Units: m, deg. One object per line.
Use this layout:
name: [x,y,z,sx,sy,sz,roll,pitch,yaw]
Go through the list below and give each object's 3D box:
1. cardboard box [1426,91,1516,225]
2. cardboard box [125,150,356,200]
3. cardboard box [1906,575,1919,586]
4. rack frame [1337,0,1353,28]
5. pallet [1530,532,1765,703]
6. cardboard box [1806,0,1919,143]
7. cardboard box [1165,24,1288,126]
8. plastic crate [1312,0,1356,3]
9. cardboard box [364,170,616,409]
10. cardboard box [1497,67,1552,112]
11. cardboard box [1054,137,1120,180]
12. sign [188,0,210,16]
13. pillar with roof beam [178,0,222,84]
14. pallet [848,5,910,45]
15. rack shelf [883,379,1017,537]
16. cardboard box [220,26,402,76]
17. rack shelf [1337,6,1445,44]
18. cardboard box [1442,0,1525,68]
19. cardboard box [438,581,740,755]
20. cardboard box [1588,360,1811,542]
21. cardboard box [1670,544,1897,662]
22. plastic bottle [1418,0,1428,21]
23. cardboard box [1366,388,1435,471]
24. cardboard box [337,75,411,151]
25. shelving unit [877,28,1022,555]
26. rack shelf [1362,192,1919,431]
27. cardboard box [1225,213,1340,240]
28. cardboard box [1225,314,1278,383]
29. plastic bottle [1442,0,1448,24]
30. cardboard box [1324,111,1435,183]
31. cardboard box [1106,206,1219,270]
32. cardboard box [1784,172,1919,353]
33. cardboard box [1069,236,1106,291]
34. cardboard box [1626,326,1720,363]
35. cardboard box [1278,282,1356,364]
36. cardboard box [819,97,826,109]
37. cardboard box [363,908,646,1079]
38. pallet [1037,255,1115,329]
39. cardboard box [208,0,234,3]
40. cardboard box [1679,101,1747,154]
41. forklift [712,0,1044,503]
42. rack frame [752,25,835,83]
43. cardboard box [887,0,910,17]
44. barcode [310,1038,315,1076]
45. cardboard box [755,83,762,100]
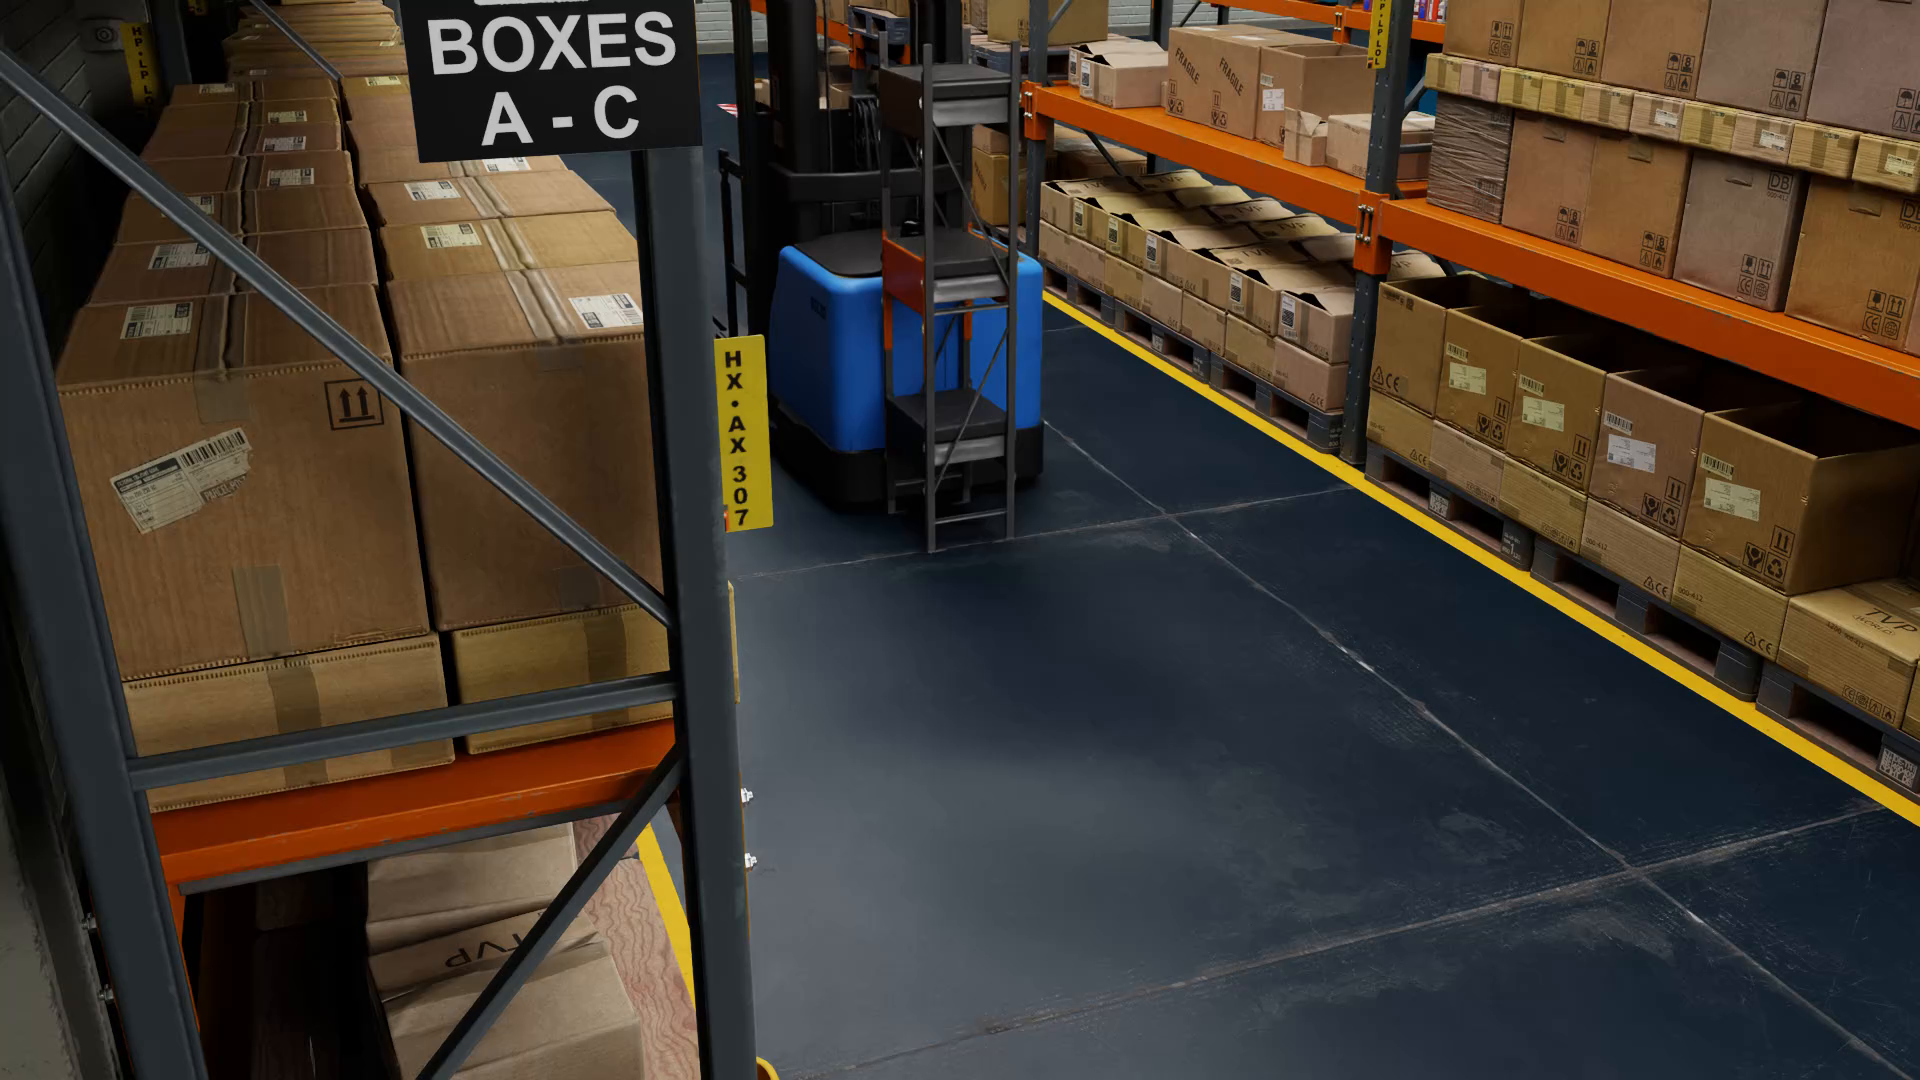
cardboard box: [2.519,-1.714,7.325,0.700,0.500,0.500,-9,24,-20]
cardboard box: [-1.762,-0.676,4.193,0.500,0.500,0.500,-8,24,-18]
cardboard box: [3.608,0.292,5.694,0.500,0.250,0.500,-8,24,-19]
rack frame: [4.166,-5.413,16.231,1.000,3.000,0.127,-8,24,-19]
pallet: [3.033,0.196,6.514,1.003,0.211,1.213,-8,24,-19]
cardboard box: [3.228,-1.582,5.343,0.700,0.500,0.500,-8,24,-19]
cardboard box: [1.551,-2.720,9.713,0.500,0.500,0.500,-10,25,-22]
plastic crate: [3.682,-5.556,16.514,0.392,0.384,0.575,-8,24,-19]
cardboard box: [-1.093,-0.563,3.927,0.500,0.500,0.500,-9,25,-21]
cardboard box: [2.452,-1.864,6.846,0.380,0.149,0.250,-9,24,-20]
cardboard box: [0.860,-2.726,12.508,0.500,0.500,0.500,-9,25,-21]
sign: [-4.208,-3.057,9.149,0.100,0.325,0.005,-8,24,-19]
pillar with roof beam: [-2.132,-7.545,13.564,9.100,9.000,0.400,-8,24,-19]
pallet: [-0.289,-4.341,13.934,1.003,0.211,1.213,-8,24,-19]
rack shelf: [-0.048,-0.366,7.252,0.431,0.518,0.480,-9,25,-21]
cardboard box: [-2.877,-2.024,7.496,0.700,0.500,0.500,-5,23,-12]
rack shelf: [4.872,-4.355,14.646,1.077,0.370,4.000,-8,24,-19]
cardboard box: [2.519,-2.311,7.073,0.700,0.500,0.500,-8,24,-19]
cardboard box: [-0.739,0.145,3.210,0.500,0.250,0.500,-9,25,-21]
cardboard box: [2.759,-0.344,6.238,0.500,0.500,0.500,-8,24,-19]
cardboard box: [2.938,0.183,5.953,0.500,0.250,0.500,-8,24,-19]
plastic bottle: [4.210,-4.845,15.033,0.061,0.283,0.133,-8,24,-19]
cardboard box: [2.237,-0.544,7.679,0.500,0.250,0.500,-8,24,-19]
cardboard box: [-1.820,-1.303,5.682,0.500,0.500,0.500,-8,24,-19]
shelving unit: [-0.048,-1.023,6.974,0.431,2.100,0.503,-9,25,-21]
rack shelf: [3.063,-0.770,6.140,1.077,0.370,4.000,-8,24,-19]
cardboard box: [1.899,-1.756,9.831,0.500,0.311,0.500,-8,24,-18]
cardboard box: [1.762,-1.049,8.877,0.500,0.250,0.500,-9,24,-20]
plastic bottle: [4.382,-4.715,14.734,0.152,0.276,0.135,-8,24,-19]
cardboard box: [2.142,-1.932,8.164,0.500,0.250,0.500,-7,24,-16]
cardboard box: [1.225,-1.860,10.079,0.500,0.311,0.500,-9,24,-20]
cardboard box: [3.257,-0.963,5.545,0.700,0.500,0.500,-8,24,-19]
cardboard box: [1.032,-1.795,10.646,0.500,0.250,0.500,-9,24,-20]
cardboard box: [3.071,-0.597,6.838,0.500,0.500,0.500,-8,24,-19]
cardboard box: [1.945,-1.121,8.324,0.500,0.311,0.500,-8,24,-19]
cardboard box: [-1.201,-4.139,16.104,0.500,0.311,0.500,-8,24,-19]
cardboard box: [-1.024,1.079,3.723,0.500,0.311,0.500,-11,25,-25]
pallet: [1.198,-1.692,10.992,1.003,0.211,1.213,-8,24,-19]
cardboard box: [-4.092,-3.267,9.637,0.500,0.250,0.500,-8,24,-18]
cardboard box: [2.821,-1.486,5.951,0.380,0.149,0.250,-9,24,-19]
forklift: [-0.643,-2.059,8.361,1.130,2.935,3.031,-9,25,-21]
rack frame: [-1.883,-6.188,18.070,1.000,3.000,0.127,-8,24,-19]
cardboard box: [-0.209,-4.530,13.467,0.700,0.500,0.500,-5,23,-11]
barcode: [-1.404,1.123,3.607,0.001,0.075,0.075,-8,24,-19]
cardboard box: [-2.056,-4.878,18.065,0.380,0.149,0.250,-8,24,-19]
